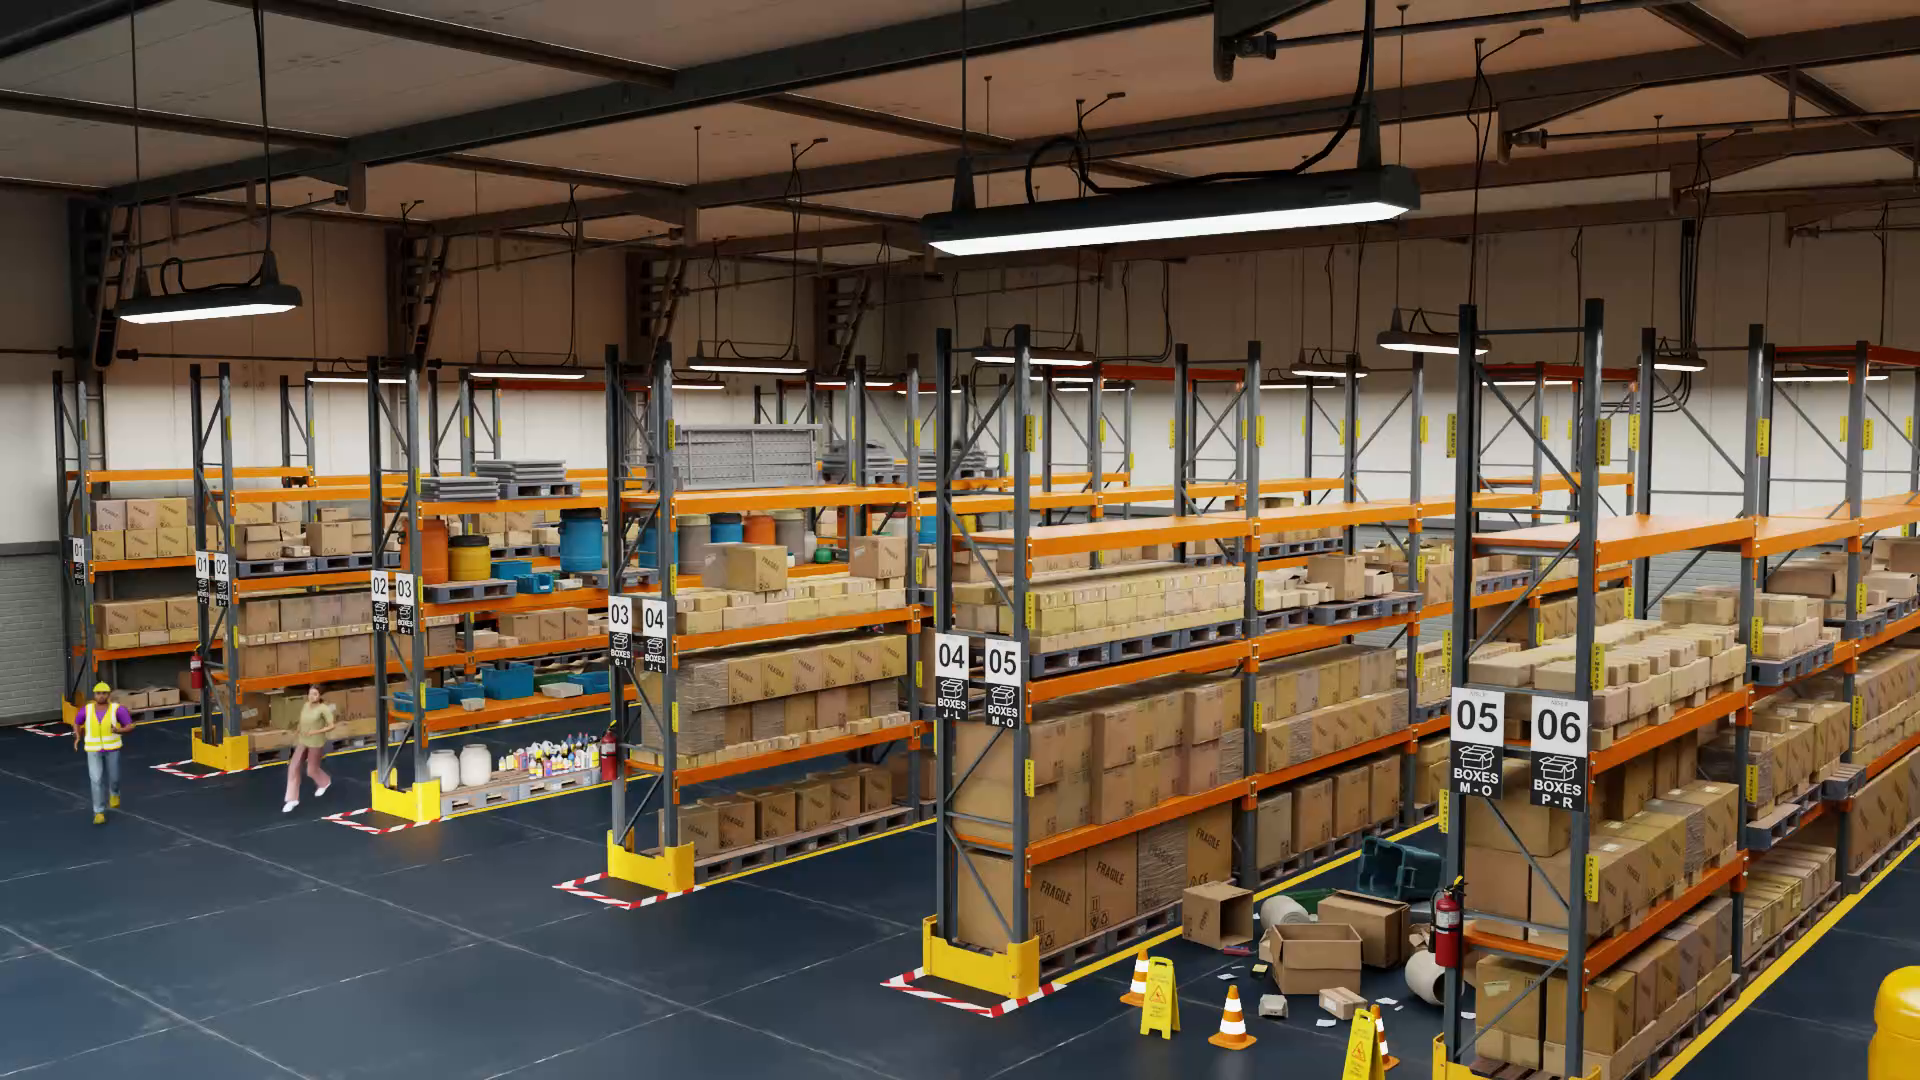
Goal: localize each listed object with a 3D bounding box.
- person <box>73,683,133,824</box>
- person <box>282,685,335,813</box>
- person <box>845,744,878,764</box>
[{"bbox_3d":[-11.065,2.709,21.487,0.705,1.746,0.990,-2,5,-24],"label":"person"},{"bbox_3d":[-8.621,2.752,22.235,0.608,1.675,0.890,1,4,13],"label":"person"},{"bbox_3d":[-1.347,2.625,23.141,0.714,1.736,0.611,2,5,29],"label":"person"}]
